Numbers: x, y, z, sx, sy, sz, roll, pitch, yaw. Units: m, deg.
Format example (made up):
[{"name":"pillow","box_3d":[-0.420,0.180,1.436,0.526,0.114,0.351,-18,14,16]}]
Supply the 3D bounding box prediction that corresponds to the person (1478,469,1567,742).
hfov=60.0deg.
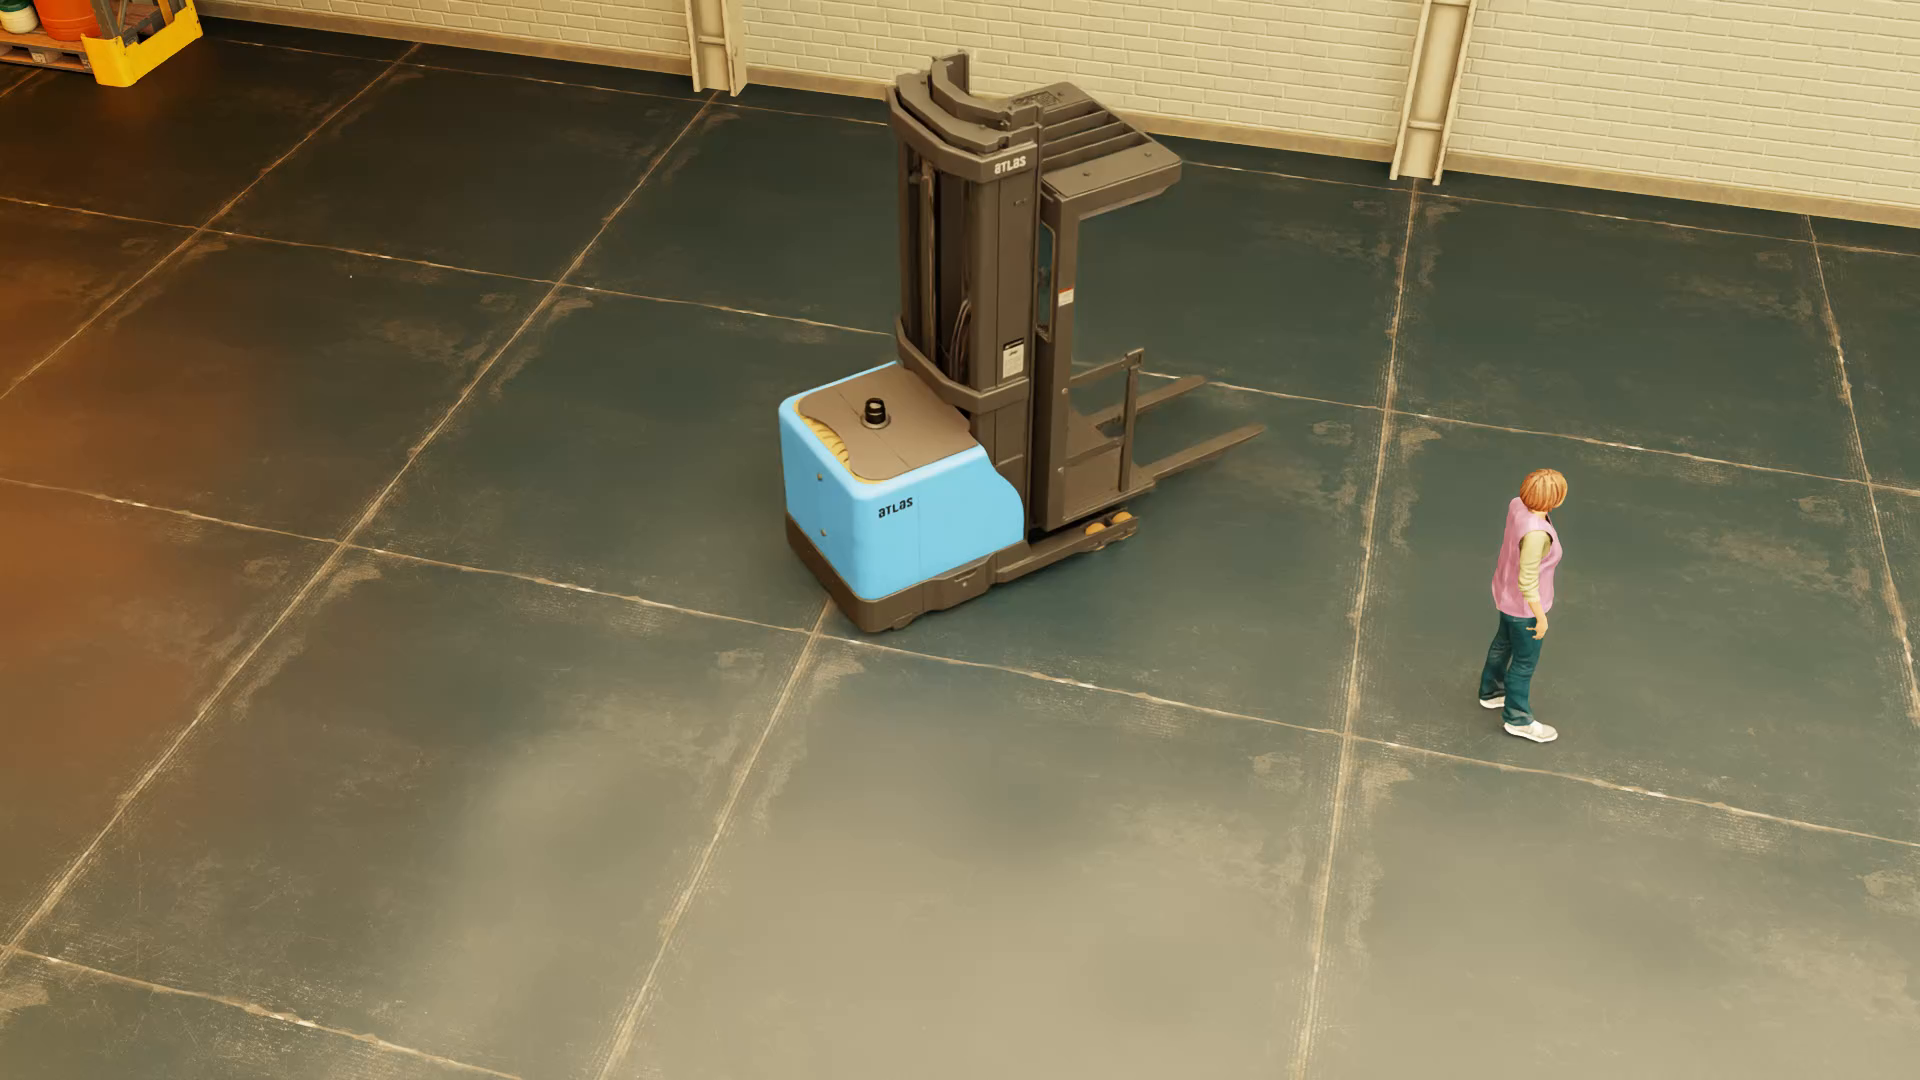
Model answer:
[{"name":"person","box_3d":[2.956,0.304,8.517,0.474,1.597,0.520,3,41,3]}]

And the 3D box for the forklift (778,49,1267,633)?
[{"name":"forklift","box_3d":[0.485,-1.315,9.361,3.031,2.935,1.130,-22,46,-23]}]
